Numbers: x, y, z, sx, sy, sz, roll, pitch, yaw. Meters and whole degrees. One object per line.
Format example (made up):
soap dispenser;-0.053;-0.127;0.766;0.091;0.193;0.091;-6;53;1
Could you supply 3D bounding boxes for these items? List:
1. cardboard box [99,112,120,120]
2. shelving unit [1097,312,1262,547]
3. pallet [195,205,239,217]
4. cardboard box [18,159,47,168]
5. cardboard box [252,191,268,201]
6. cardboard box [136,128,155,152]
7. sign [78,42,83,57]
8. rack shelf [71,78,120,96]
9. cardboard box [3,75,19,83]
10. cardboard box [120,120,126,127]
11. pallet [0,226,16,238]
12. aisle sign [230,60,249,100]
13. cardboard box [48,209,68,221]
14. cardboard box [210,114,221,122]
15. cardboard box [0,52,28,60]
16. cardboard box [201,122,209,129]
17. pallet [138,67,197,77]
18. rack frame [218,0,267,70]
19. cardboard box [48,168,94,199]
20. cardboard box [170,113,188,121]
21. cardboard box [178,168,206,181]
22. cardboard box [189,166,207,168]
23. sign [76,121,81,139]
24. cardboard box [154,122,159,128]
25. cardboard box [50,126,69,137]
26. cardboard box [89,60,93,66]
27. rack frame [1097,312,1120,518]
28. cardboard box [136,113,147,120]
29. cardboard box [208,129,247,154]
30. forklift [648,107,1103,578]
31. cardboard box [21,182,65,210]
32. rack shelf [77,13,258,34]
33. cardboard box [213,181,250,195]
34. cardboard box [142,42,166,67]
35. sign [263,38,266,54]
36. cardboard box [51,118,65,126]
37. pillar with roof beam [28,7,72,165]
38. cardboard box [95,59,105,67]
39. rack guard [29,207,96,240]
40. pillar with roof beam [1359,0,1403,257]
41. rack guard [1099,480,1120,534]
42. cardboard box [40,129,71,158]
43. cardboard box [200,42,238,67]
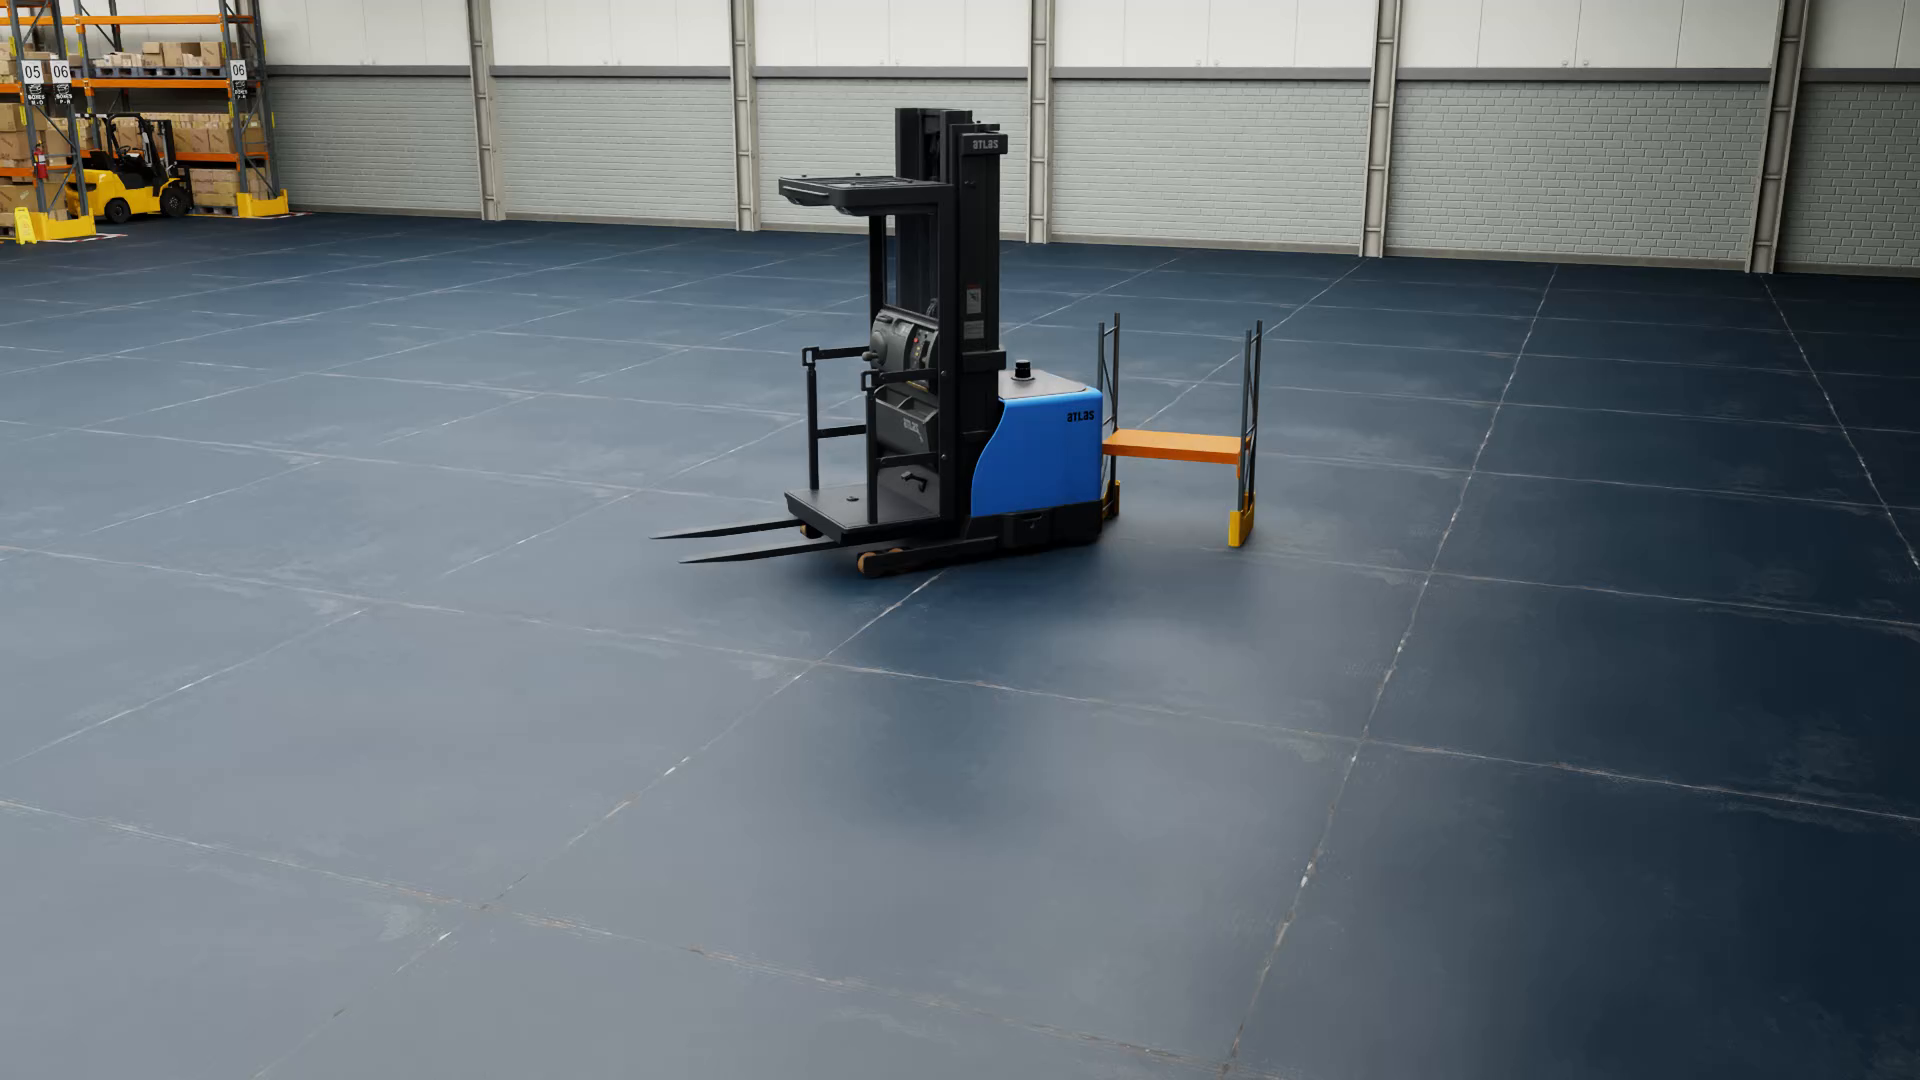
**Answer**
cardboard box;-18.518;-9.236;36.232;0.250;0.149;0.380;7;17;22
shelving unit;1.523;-0.799;11.736;1.083;1.500;0.587;5;17;18
pallet;-15.711;-7.163;35.967;1.213;0.211;1.003;6;17;21
cardboard box;-17.228;-7.009;30.886;0.250;0.149;0.380;7;18;22
cardboard box;-15.369;-7.416;36.019;0.500;0.250;0.500;6;17;21
cardboard box;-17.426;-8.678;36.006;0.500;0.500;0.500;6;17;20
sign;-18.895;-10.542;35.733;0.005;0.325;0.100;6;17;21
rack shelf;-20.566;-10.143;37.142;4.000;0.370;1.077;6;17;21
cardboard box;-17.237;-8.430;30.403;0.250;0.149;0.380;6;17;21
cardboard box;-18.011;-9.057;36.147;0.250;0.149;0.380;6;17;21
pallet;-17.615;-5.907;31.644;1.213;0.211;1.003;6;17;21
aisle sign;-15.031;-9.600;34.698;0.004;0.787;0.394;6;17;21
cardboard box;-17.451;-6.182;31.767;0.500;0.250;0.500;6;17;20
cardboard box;-15.636;-8.936;35.197;0.250;0.149;0.380;6;17;21
cardboard box;-17.225;-8.807;30.272;0.250;0.149;0.380;6;17;21
cardboard box;-15.877;-8.817;35.323;0.250;0.149;0.380;7;17;22
pallet;-16.771;-10.036;35.641;1.213;0.211;1.003;6;17;21
rack frame;-14.984;-11.315;34.510;0.127;3.000;1.000;6;17;21
cardboard box;-19.914;-8.037;37.482;0.625;0.625;0.875;6;17;20
cardboard box;-16.619;-9.023;35.498;0.250;0.149;0.380;7;17;22
cardboard box;-16.477;-7.862;35.759;0.500;0.250;0.500;7;17;21
cardboard box;-16.763;-8.052;36.415;0.500;0.250;0.500;6;17;20
sign;-16.603;-7.703;31.275;0.005;0.325;0.100;6;17;21
cardboard box;-17.074;-8.939;35.741;0.250;0.149;0.380;6;17;19
cardboard box;-19.737;-9.046;36.826;0.500;0.250;0.500;6;17;19
cardboard box;-19.423;-10.551;36.774;0.250;0.149;0.380;6;17;21
rack frame;1.050;-0.844;11.892;0.032;1.500;0.500;5;17;18
cardboard box;-17.547;-9.137;35.889;0.250;0.149;0.380;6;17;20
cardboard box;-15.538;-8.465;35.271;0.500;0.500;0.500;6;17;19
forklift;-0.556;-1.328;10.991;3.031;2.935;1.130;-8;18;-26
cardboard box;-17.473;-6.544;31.670;0.500;0.500;0.500;6;17;19
rack shelf;-16.845;-10.982;35.371;4.000;0.370;1.077;6;17;21
cardboard box;-15.552;-7.524;35.494;0.500;0.250;0.500;6;17;20
cardboard box;-16.932;-10.357;35.470;0.637;0.503;0.797;7;18;22
sign;-14.775;-10.476;35.289;0.005;0.325;0.100;6;17;21
cardboard box;-19.853;-9.233;36.756;0.250;0.149;0.380;6;17;19
pillar with roof beam;-22.462;-11.118;33.829;0.400;9.000;9.100;6;17;21
cardboard box;-18.399;-10.288;35.871;0.250;0.149;0.380;7;17;22
rack guard;-16.873;-5.954;31.286;0.348;0.500;1.175;6;17;21
pillar with roof beam;5.445;-8.049;23.258;0.400;9.000;9.100;6;17;21
rack guard;1.052;-0.244;12.066;0.087;0.250;0.587;5;17;18
cardboard box;-17.141;-7.458;31.270;0.500;0.500;0.500;6;17;20
cardboard box;-15.485;-10.155;34.780;0.500;0.500;0.500;7;18;22
